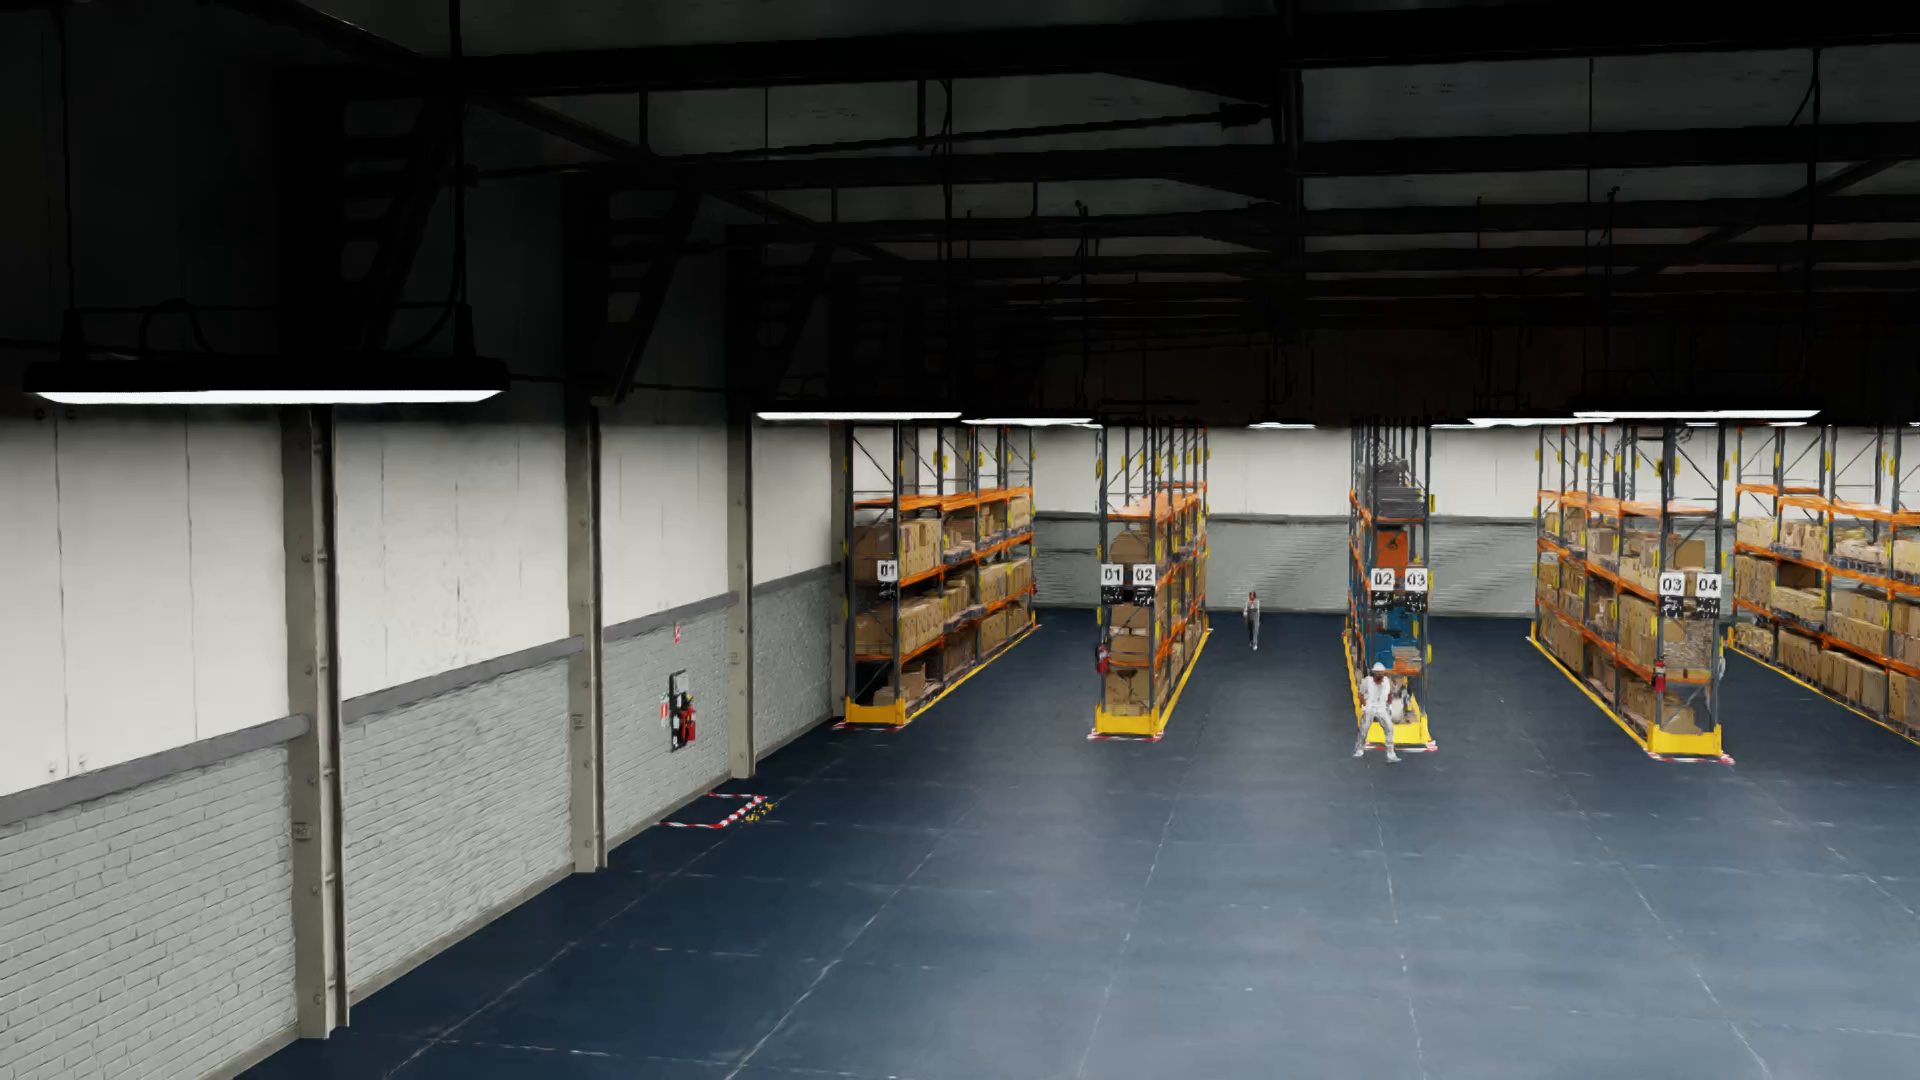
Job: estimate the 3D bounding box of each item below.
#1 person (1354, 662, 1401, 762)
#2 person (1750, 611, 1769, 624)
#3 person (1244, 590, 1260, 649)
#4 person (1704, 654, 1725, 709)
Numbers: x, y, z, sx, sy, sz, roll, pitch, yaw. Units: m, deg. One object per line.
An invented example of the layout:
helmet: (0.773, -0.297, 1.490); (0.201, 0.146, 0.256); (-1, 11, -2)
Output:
person: (7.174, 2.945, 28.706); (0.703, 1.718, 0.843); (0, 4, -4)
person: (22.039, 1.792, 45.674); (0.744, 1.752, 0.569); (-3, 5, -38)
person: (7.615, 2.062, 43.387); (0.417, 1.517, 1.036); (1, 4, 14)
person: (15.409, 2.640, 34.052); (0.488, 1.590, 1.079); (1, 4, 10)
